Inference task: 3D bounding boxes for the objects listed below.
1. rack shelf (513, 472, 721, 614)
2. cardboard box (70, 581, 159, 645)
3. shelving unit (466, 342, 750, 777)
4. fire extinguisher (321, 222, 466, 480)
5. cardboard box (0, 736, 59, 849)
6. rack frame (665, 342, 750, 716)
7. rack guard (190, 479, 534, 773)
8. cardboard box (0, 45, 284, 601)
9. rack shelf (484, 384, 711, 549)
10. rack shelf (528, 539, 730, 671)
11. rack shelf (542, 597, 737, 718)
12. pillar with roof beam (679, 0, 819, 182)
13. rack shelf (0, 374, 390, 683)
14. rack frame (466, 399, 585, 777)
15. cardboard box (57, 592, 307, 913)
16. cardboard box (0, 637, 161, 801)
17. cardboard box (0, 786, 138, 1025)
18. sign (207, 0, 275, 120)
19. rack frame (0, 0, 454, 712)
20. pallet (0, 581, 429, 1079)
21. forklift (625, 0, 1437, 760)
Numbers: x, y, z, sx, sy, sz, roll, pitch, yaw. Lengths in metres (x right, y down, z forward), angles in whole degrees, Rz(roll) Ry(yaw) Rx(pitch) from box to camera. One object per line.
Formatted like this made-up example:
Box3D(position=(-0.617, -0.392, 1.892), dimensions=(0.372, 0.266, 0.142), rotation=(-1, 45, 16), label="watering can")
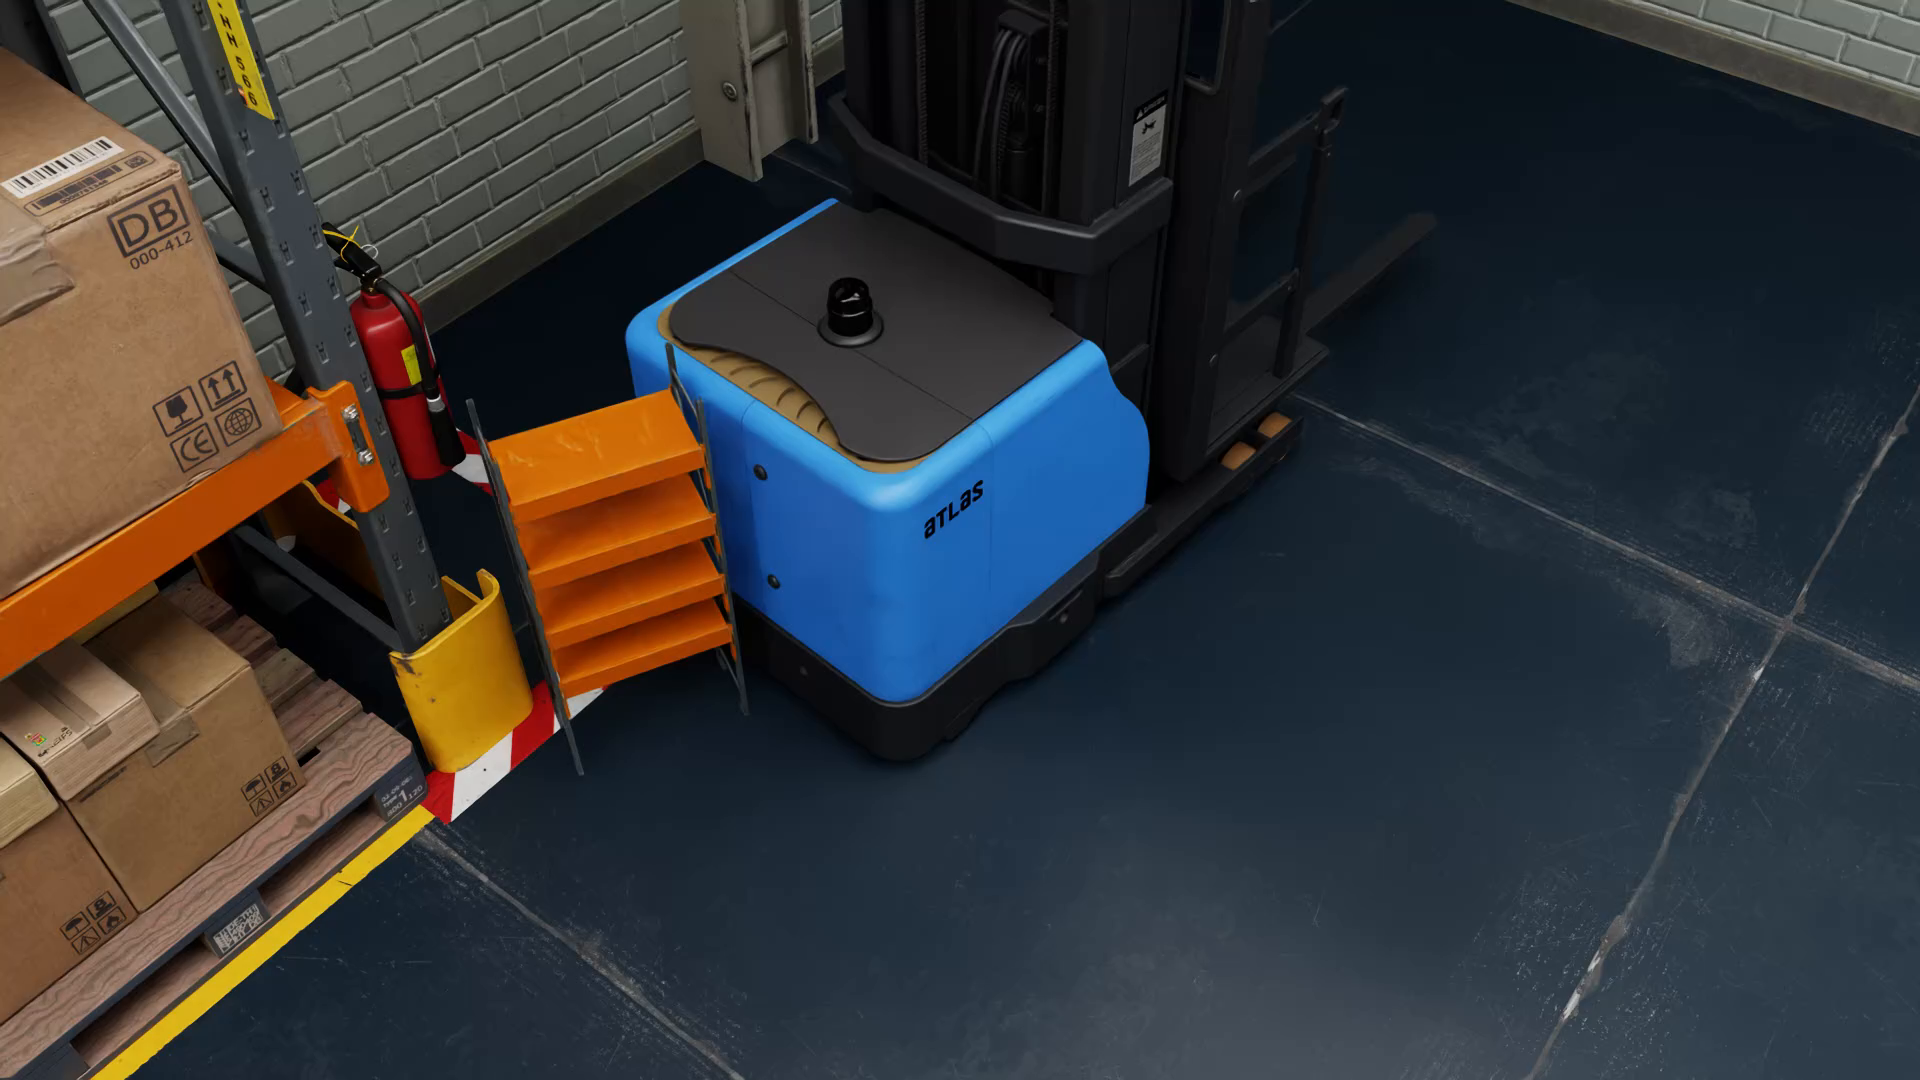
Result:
Box3D(position=(-0.882, -0.021, 4.224), dimensions=(0.480, 0.148, 0.258), rotation=(-19, 49, -17), label="rack shelf")
Box3D(position=(-2.215, 0.069, 4.100), dimensions=(0.380, 0.149, 0.250), rotation=(30, 53, 25), label="cardboard box")
Box3D(position=(-0.882, 0.087, 4.337), dimensions=(0.503, 1.200, 0.258), rotation=(-19, 49, -17), label="shelving unit")
Box3D(position=(-1.327, -0.437, 3.905), dimensions=(0.296, 0.674, 0.183), rotation=(29, 53, 25), label="fire extinguisher")
Box3D(position=(-2.223, 0.529, 3.660), dimensions=(0.380, 0.149, 0.250), rotation=(31, 54, 26), label="cardboard box")
Box3D(position=(-0.661, 0.011, 4.409), dimensions=(0.015, 1.200, 0.240), rotation=(-19, 49, -17), label="rack frame")
Box3D(position=(-1.769, 0.139, 4.771), dimensions=(1.175, 0.500, 0.348), rotation=(29, 53, 25), label="rack guard")
Box3D(position=(-2.088, -0.518, 3.463), dimensions=(0.980, 0.700, 0.700), rotation=(32, 54, 27), label="cardboard box")
Box3D(position=(-0.882, -0.184, 4.053), dimensions=(0.480, 0.148, 0.258), rotation=(-19, 49, -17), label="rack shelf")
Box3D(position=(-0.882, 0.133, 4.386), dimensions=(0.480, 0.148, 0.258), rotation=(-19, 49, -17), label="rack shelf")
Box3D(position=(-0.882, 0.270, 4.529), dimensions=(0.480, 0.148, 0.258), rotation=(-19, 49, -17), label="rack shelf")
Box3D(position=(2.589, -2.807, 1.708), dimensions=(9.100, 9.000, 0.400), rotation=(29, 53, 25), label="pillar with roof beam")
Box3D(position=(-3.007, 0.682, 3.021), dimensions=(1.077, 0.370, 4.000), rotation=(29, 53, 25), label="rack shelf")
Box3D(position=(-1.102, 0.162, 4.265), dimensions=(0.015, 1.200, 0.240), rotation=(-19, 49, -17), label="rack frame")
Box3D(position=(-2.133, 0.453, 4.181), dimensions=(0.700, 0.500, 0.500), rotation=(29, 53, 25), label="cardboard box")
Box3D(position=(-2.067, 0.383, 3.800), dimensions=(0.380, 0.149, 0.250), rotation=(29, 53, 25), label="cardboard box")
Box3D(position=(-2.439, 0.739, 3.908), dimensions=(0.700, 0.500, 0.500), rotation=(29, 53, 25), label="cardboard box")
Box3D(position=(-1.363, -0.944, 3.113), dimensions=(0.100, 0.325, 0.005), rotation=(29, 53, 25), label="sign")
Box3D(position=(-1.784, -0.710, 3.854), dimensions=(1.000, 3.000, 0.127), rotation=(29, 53, 25), label="rack frame")
Box3D(position=(-2.211, 0.745, 4.393), dimensions=(1.003, 0.211, 1.213), rotation=(29, 53, 25), label="pallet")
Box3D(position=(0.474, -1.388, 4.549), dimensions=(1.130, 2.935, 3.031), rotation=(33, 55, 28), label="forklift")
